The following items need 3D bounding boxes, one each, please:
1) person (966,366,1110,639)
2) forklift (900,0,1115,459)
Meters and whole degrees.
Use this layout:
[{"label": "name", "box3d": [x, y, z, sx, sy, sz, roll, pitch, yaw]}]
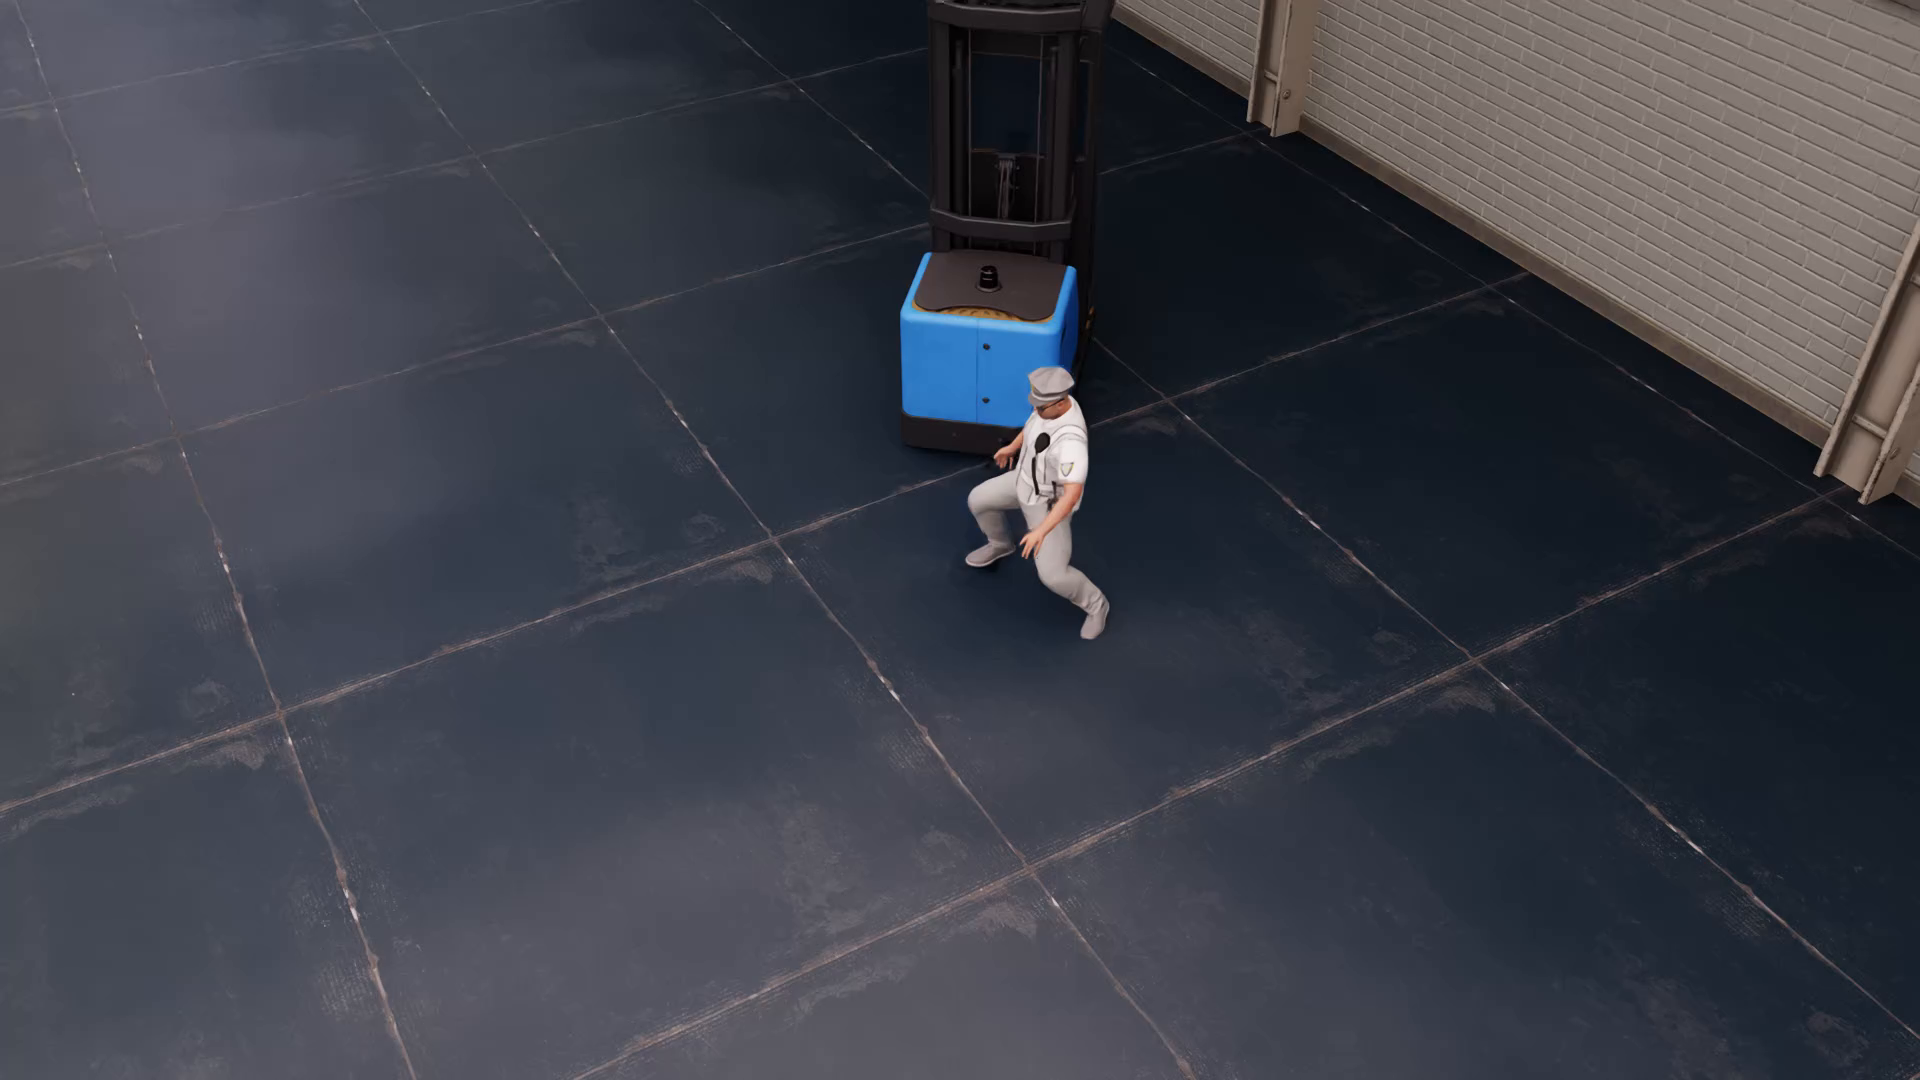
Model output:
[{"label": "person", "box3d": [0.477, -0.253, 9.414, 0.721, 1.628, 0.971, -10, 41, -12]}, {"label": "forklift", "box3d": [0.394, -2.587, 11.155, 1.130, 2.935, 3.031, 7, 40, 8]}]
